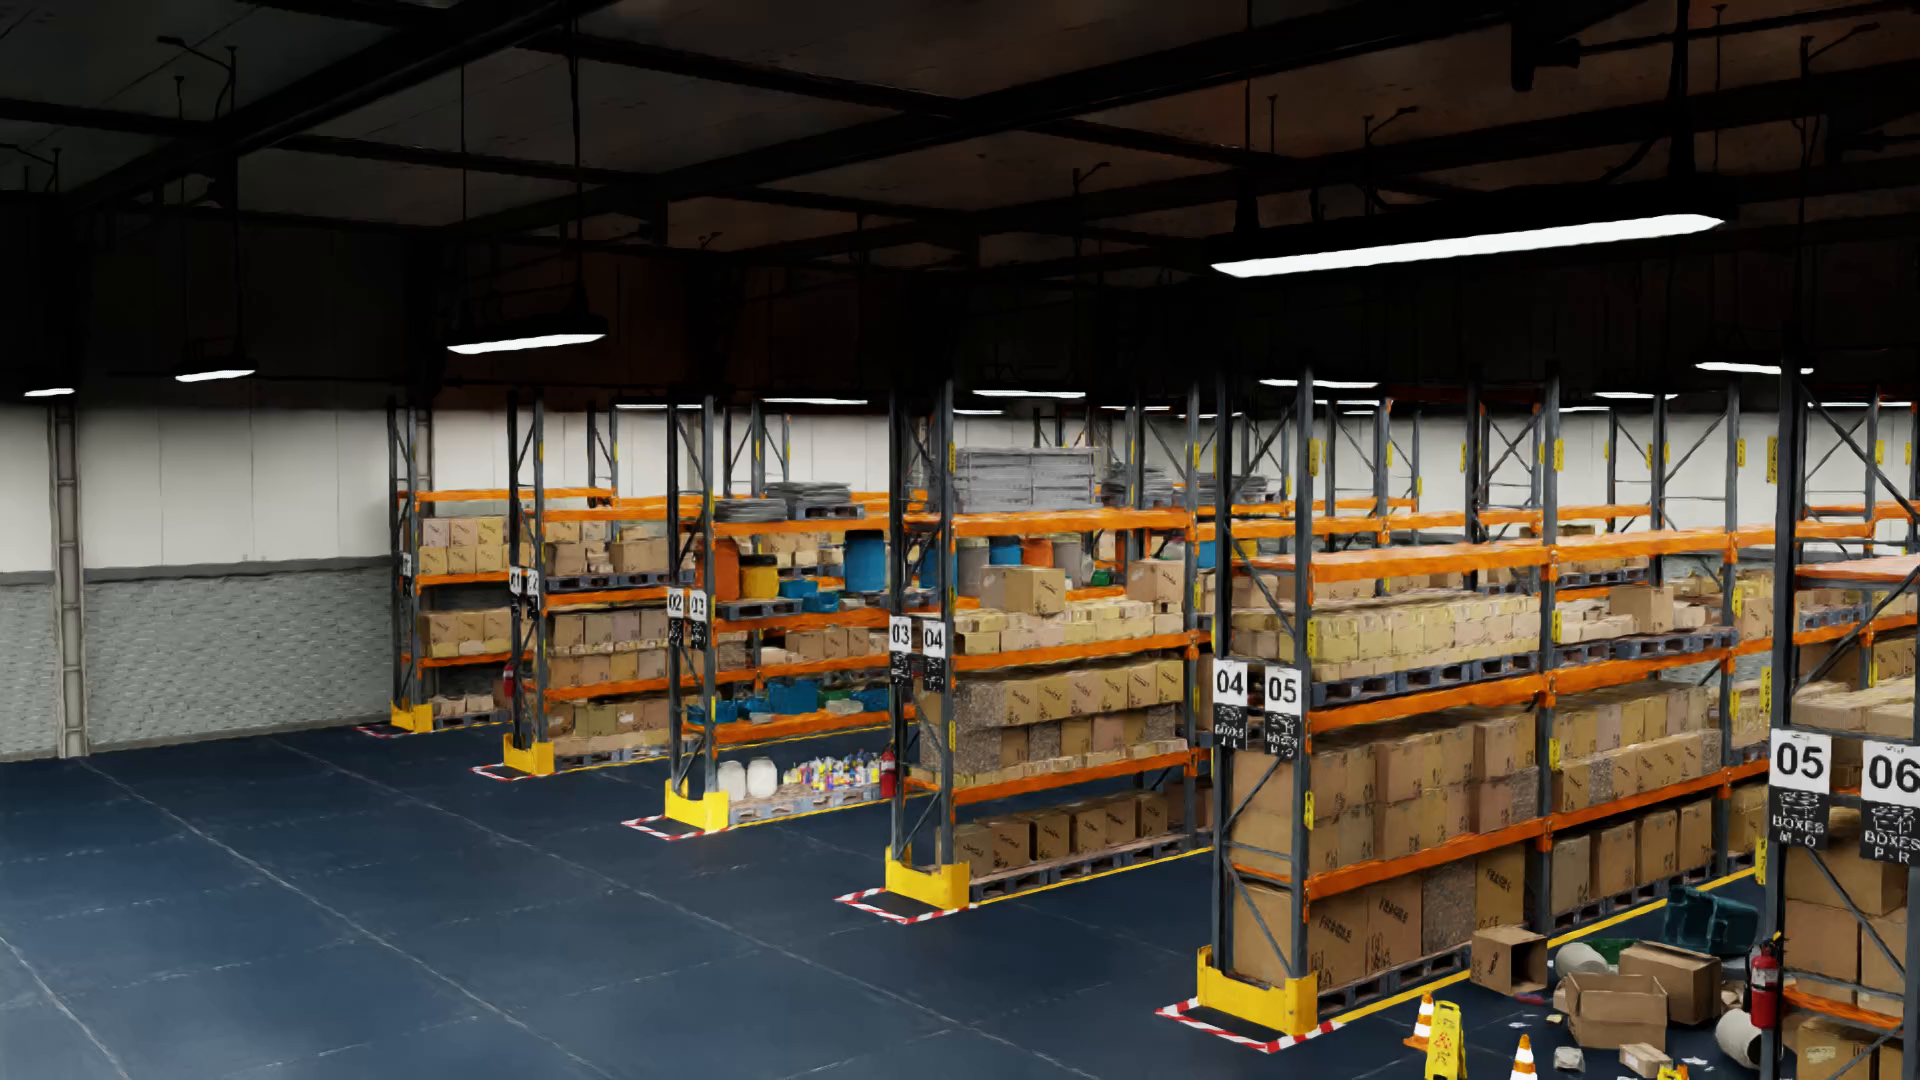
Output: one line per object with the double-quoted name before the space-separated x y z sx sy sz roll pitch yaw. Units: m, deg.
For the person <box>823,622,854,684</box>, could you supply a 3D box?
"person" -2.474 2.405 33.464 1.000 1.605 0.467 -3 4 -41
